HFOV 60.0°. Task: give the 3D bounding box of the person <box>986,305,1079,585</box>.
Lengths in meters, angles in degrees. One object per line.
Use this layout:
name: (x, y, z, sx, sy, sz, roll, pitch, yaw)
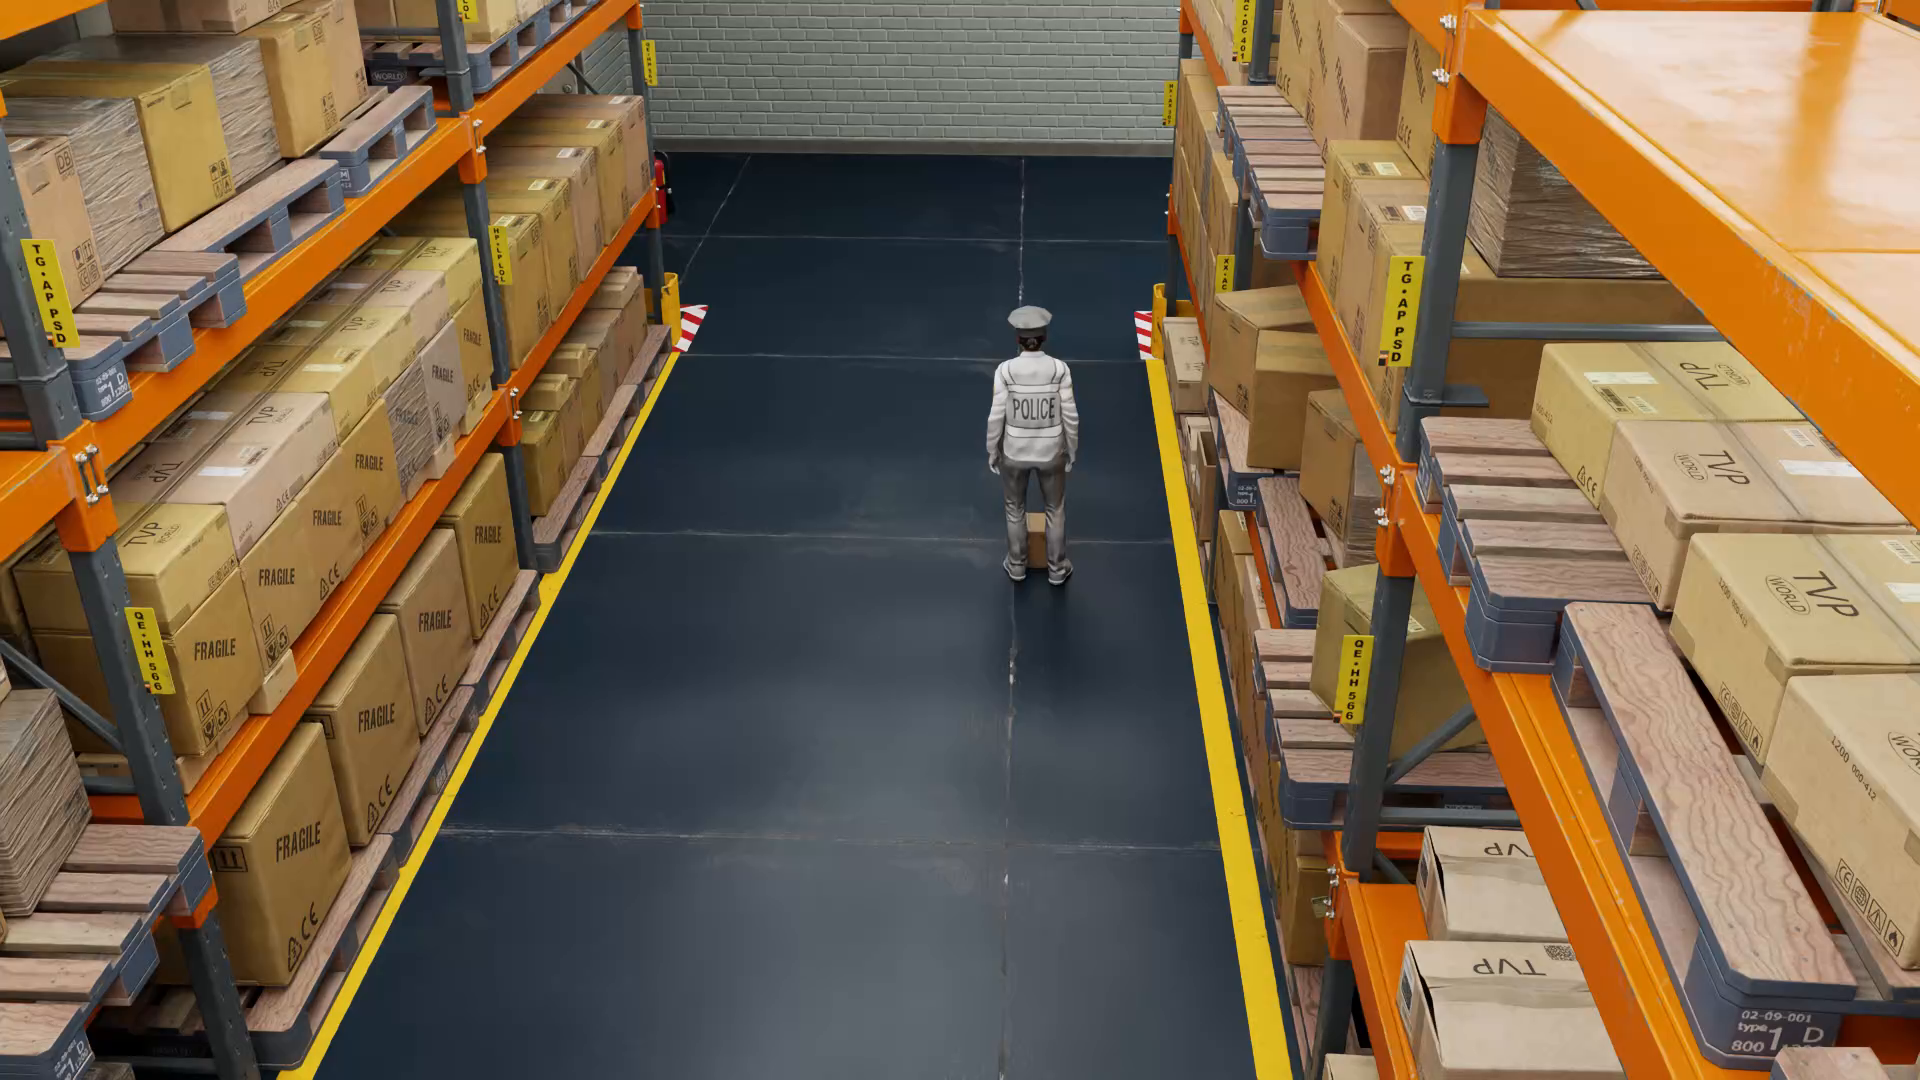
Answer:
person: (0.414, -0.515, 9.582, 0.532, 1.662, 0.414, 0, 28, -1)
